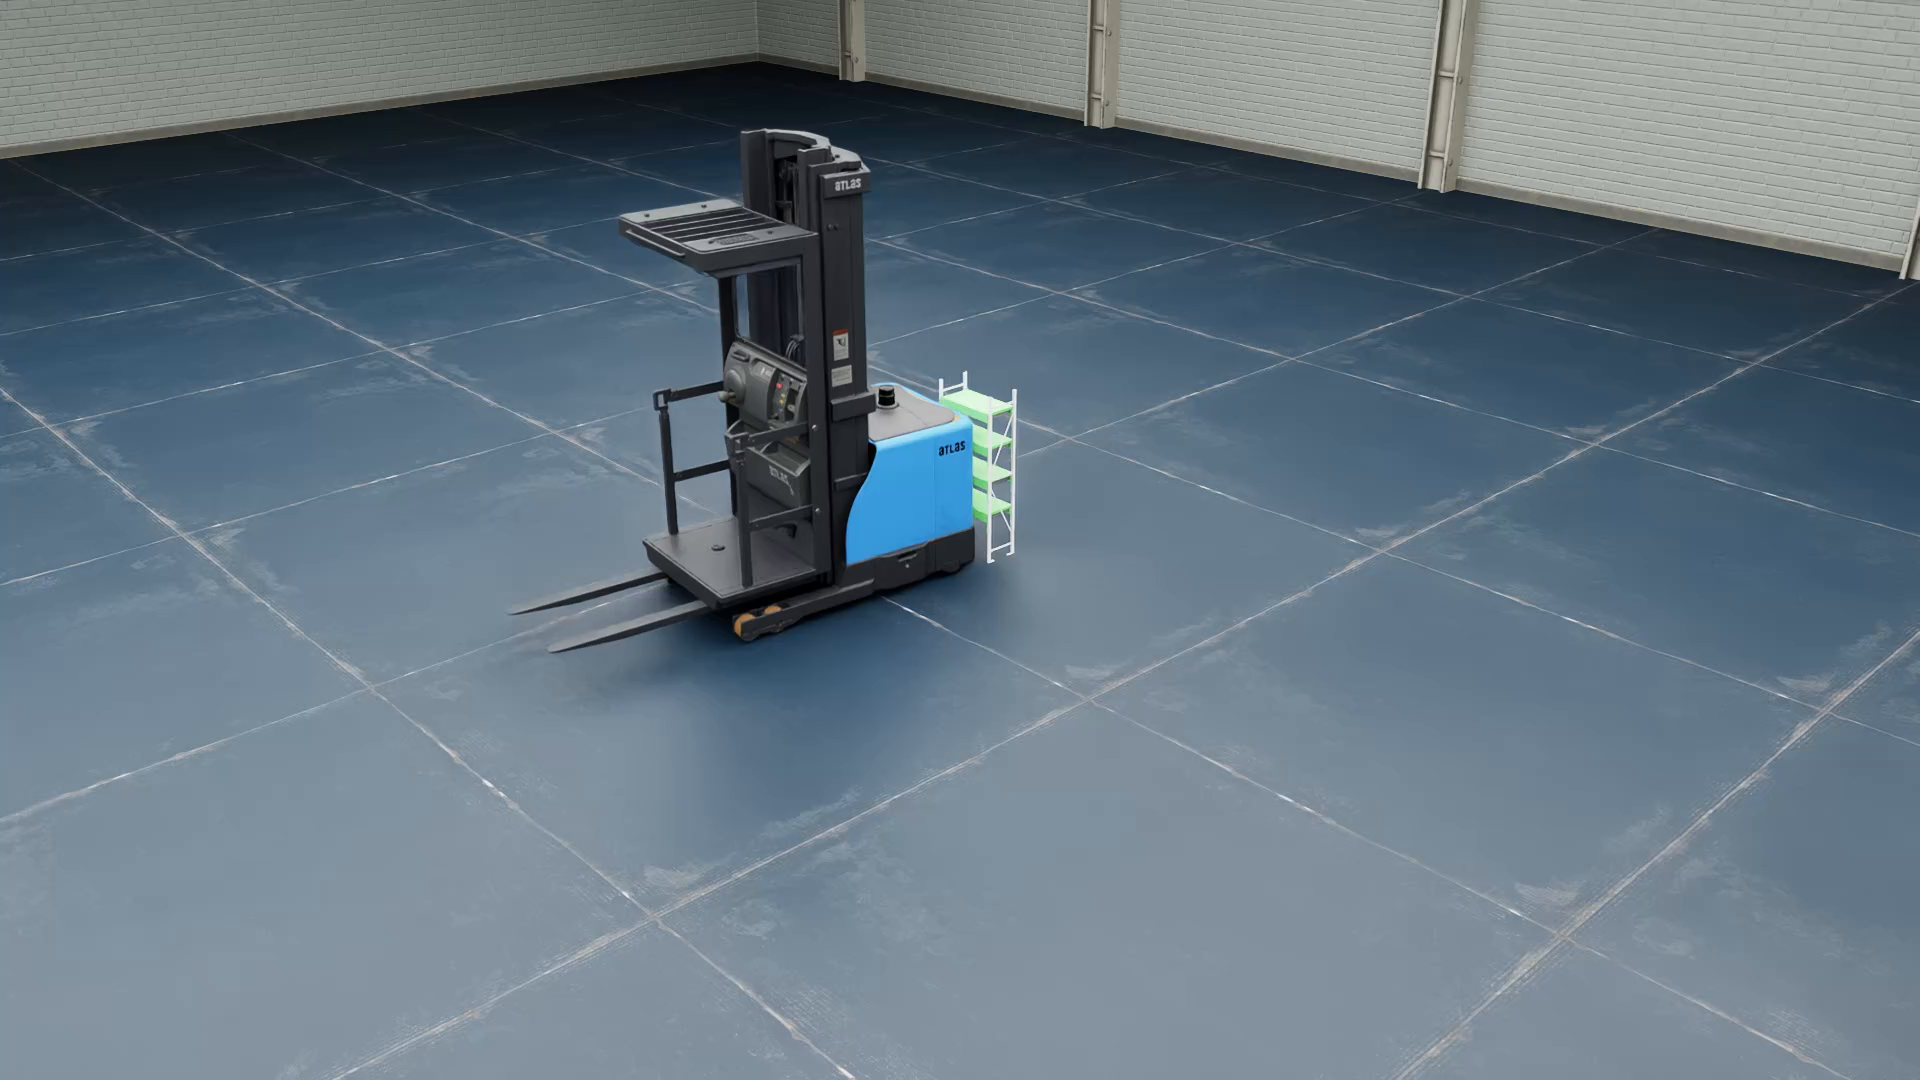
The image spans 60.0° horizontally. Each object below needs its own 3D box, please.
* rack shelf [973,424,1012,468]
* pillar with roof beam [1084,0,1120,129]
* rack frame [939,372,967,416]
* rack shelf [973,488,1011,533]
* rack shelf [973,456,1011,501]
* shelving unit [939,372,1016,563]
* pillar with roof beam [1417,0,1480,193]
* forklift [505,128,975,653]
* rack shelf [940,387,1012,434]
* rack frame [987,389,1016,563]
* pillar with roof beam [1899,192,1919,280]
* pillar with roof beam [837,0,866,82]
[{"bbox_3d":[0.117,-0.657,11.319,0.258,0.148,0.480,-20,32,-38],"label":"rack shelf"},{"bbox_3d":[-0.967,-9.316,21.330,9.100,9.000,0.400,-21,32,-38],"label":"pillar with roof beam"},{"bbox_3d":[-0.046,-0.572,11.558,0.240,1.200,0.015,-20,32,-38],"label":"rack frame"},{"bbox_3d":[0.117,-0.220,11.519,0.258,0.148,0.480,-20,32,-38],"label":"rack shelf"},{"bbox_3d":[0.117,-0.438,11.419,0.258,0.148,0.480,-20,32,-38],"label":"rack shelf"},{"bbox_3d":[0.117,-0.496,11.393,0.258,1.200,0.503,-20,32,-38],"label":"shelving unit"},{"bbox_3d":[3.134,-7.499,17.345,9.100,9.000,0.400,-21,32,-38],"label":"pillar with roof beam"},{"bbox_3d":[-1.388,-0.952,10.305,3.031,2.935,1.130,-17,29,-33],"label":"forklift"},{"bbox_3d":[0.117,-0.875,11.220,0.258,0.148,0.480,-20,32,-38],"label":"rack shelf"},{"bbox_3d":[0.281,-0.421,11.228,0.240,1.200,0.015,-20,32,-38],"label":"rack frame"},{"bbox_3d":[7.235,-5.681,13.360,9.100,9.000,0.400,-21,32,-38],"label":"pillar with roof beam"},{"bbox_3d":[-5.068,-11.134,25.315,9.100,9.000,0.400,-21,32,-38],"label":"pillar with roof beam"}]
